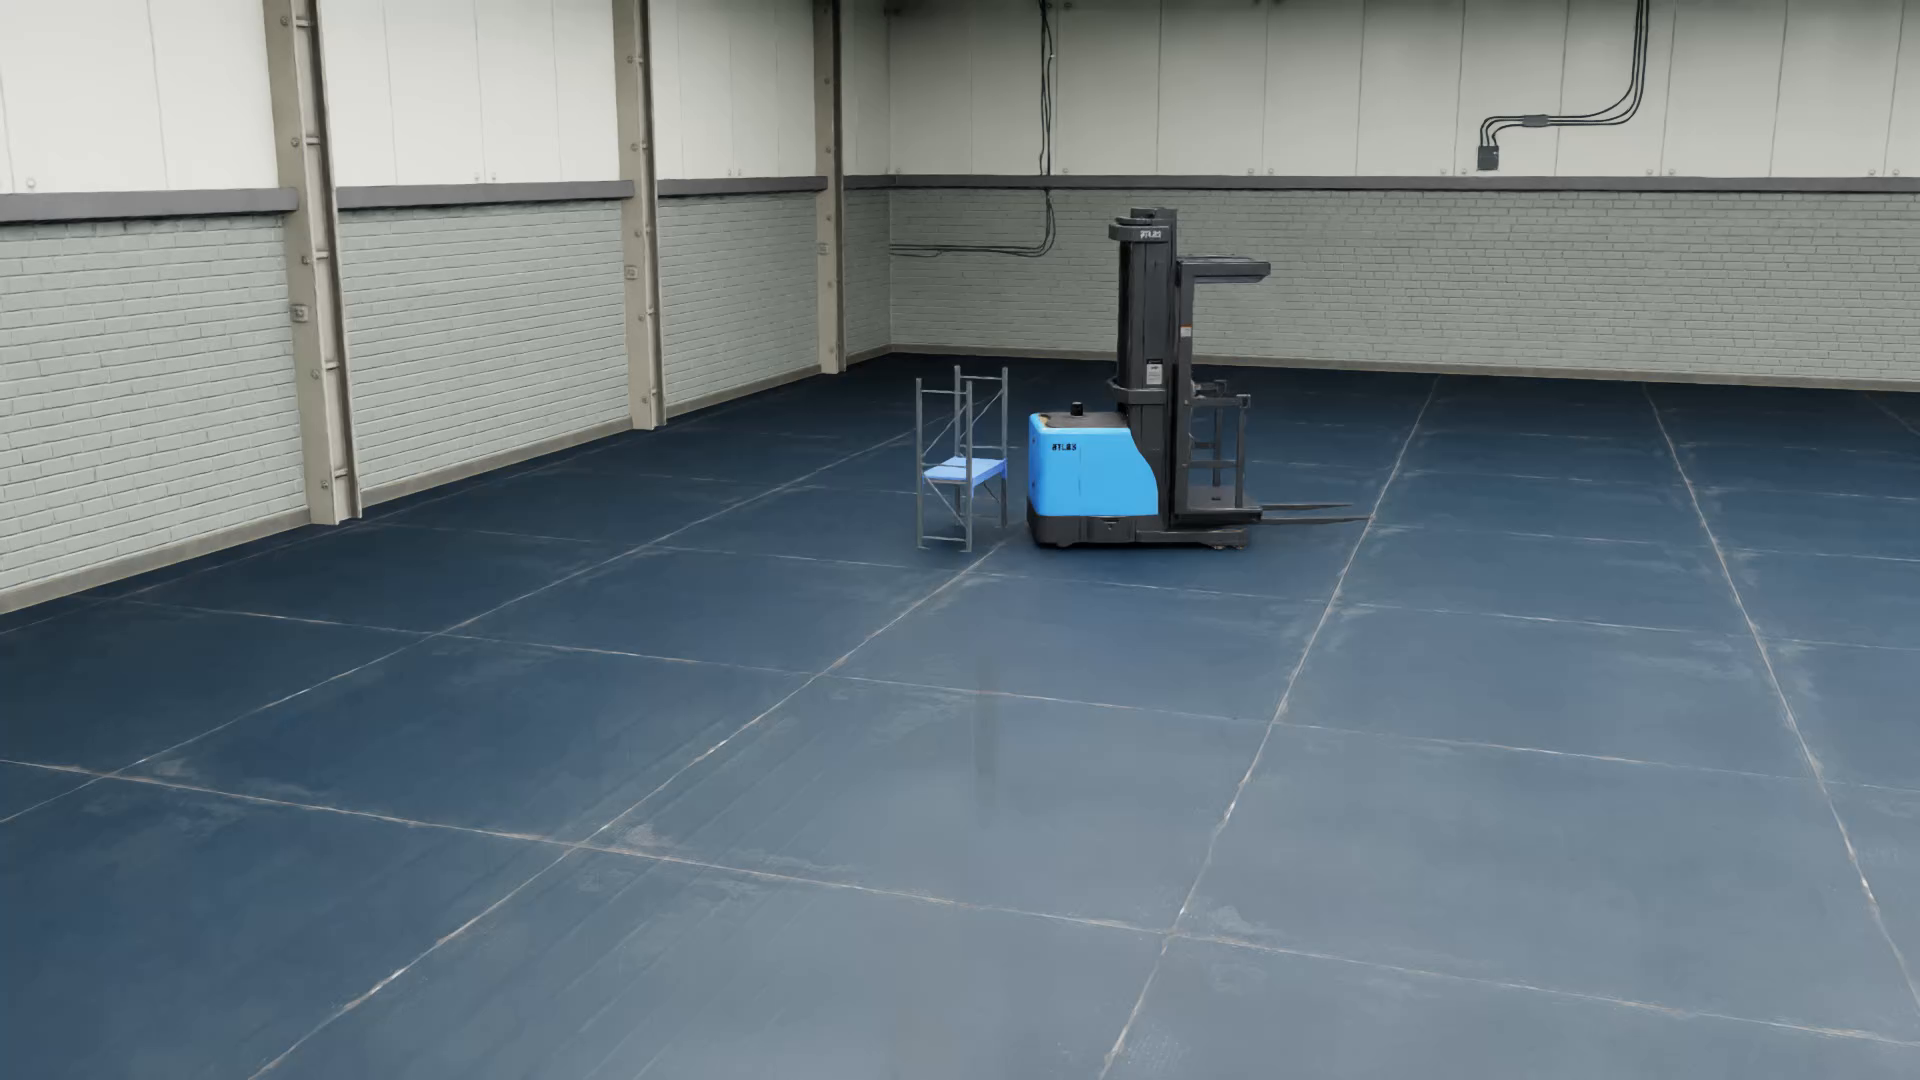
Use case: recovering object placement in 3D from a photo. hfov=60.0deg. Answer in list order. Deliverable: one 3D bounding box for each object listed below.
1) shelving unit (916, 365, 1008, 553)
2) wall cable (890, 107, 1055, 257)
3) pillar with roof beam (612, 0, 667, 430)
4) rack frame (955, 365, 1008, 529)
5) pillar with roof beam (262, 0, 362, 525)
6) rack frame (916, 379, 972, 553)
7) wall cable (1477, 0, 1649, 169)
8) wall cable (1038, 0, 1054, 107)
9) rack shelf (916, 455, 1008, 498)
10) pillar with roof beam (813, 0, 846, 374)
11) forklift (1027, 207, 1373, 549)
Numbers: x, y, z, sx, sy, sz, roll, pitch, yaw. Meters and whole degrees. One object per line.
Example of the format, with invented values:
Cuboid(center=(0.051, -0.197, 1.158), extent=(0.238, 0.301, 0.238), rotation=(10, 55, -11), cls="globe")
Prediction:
Cuboid(center=(0.028, -0.749, 14.900), extent=(0.538, 1.500, 1.048), rotation=(4, 14, 18), cls="shelving unit")
Cuboid(center=(0.147, -6.116, 28.538), extent=(3.097, 2.526, 0.112), rotation=(4, 14, 18), cls="wall cable")
Cuboid(center=(0.075, -5.531, 18.999), extent=(9.100, 9.000, 0.400), rotation=(4, 14, 18), cls="pillar with roof beam")
Cuboid(center=(0.192, -0.856, 15.369), extent=(0.500, 1.500, 0.032), rotation=(4, 14, 18), cls="rack frame")
Cuboid(center=(-1.866, -4.268, 13.464), extent=(9.100, 9.000, 0.400), rotation=(4, 14, 18), cls="pillar with roof beam")
Cuboid(center=(-0.137, -0.642, 14.431), extent=(0.500, 1.500, 0.032), rotation=(4, 14, 18), cls="rack frame")
Cuboid(center=(9.125, -8.601, 24.805), extent=(2.305, 6.003, 0.169), rotation=(4, 14, 18), cls="wall cable")
Cuboid(center=(2.707, -8.383, 27.123), extent=(3.097, 2.526, 0.112), rotation=(4, 14, 18), cls="wall cable")
Cuboid(center=(0.028, -0.574, 14.940), extent=(0.538, 0.185, 1.000), rotation=(4, 14, 18), cls="rack shelf")
Cuboid(center=(2.016, -6.795, 24.534), extent=(9.100, 9.000, 0.400), rotation=(4, 14, 18), cls="pillar with roof beam")
Cuboid(center=(2.158, -1.465, 14.819), extent=(3.031, 2.935, 1.130), rotation=(-1, 13, -3), cls="forklift")
